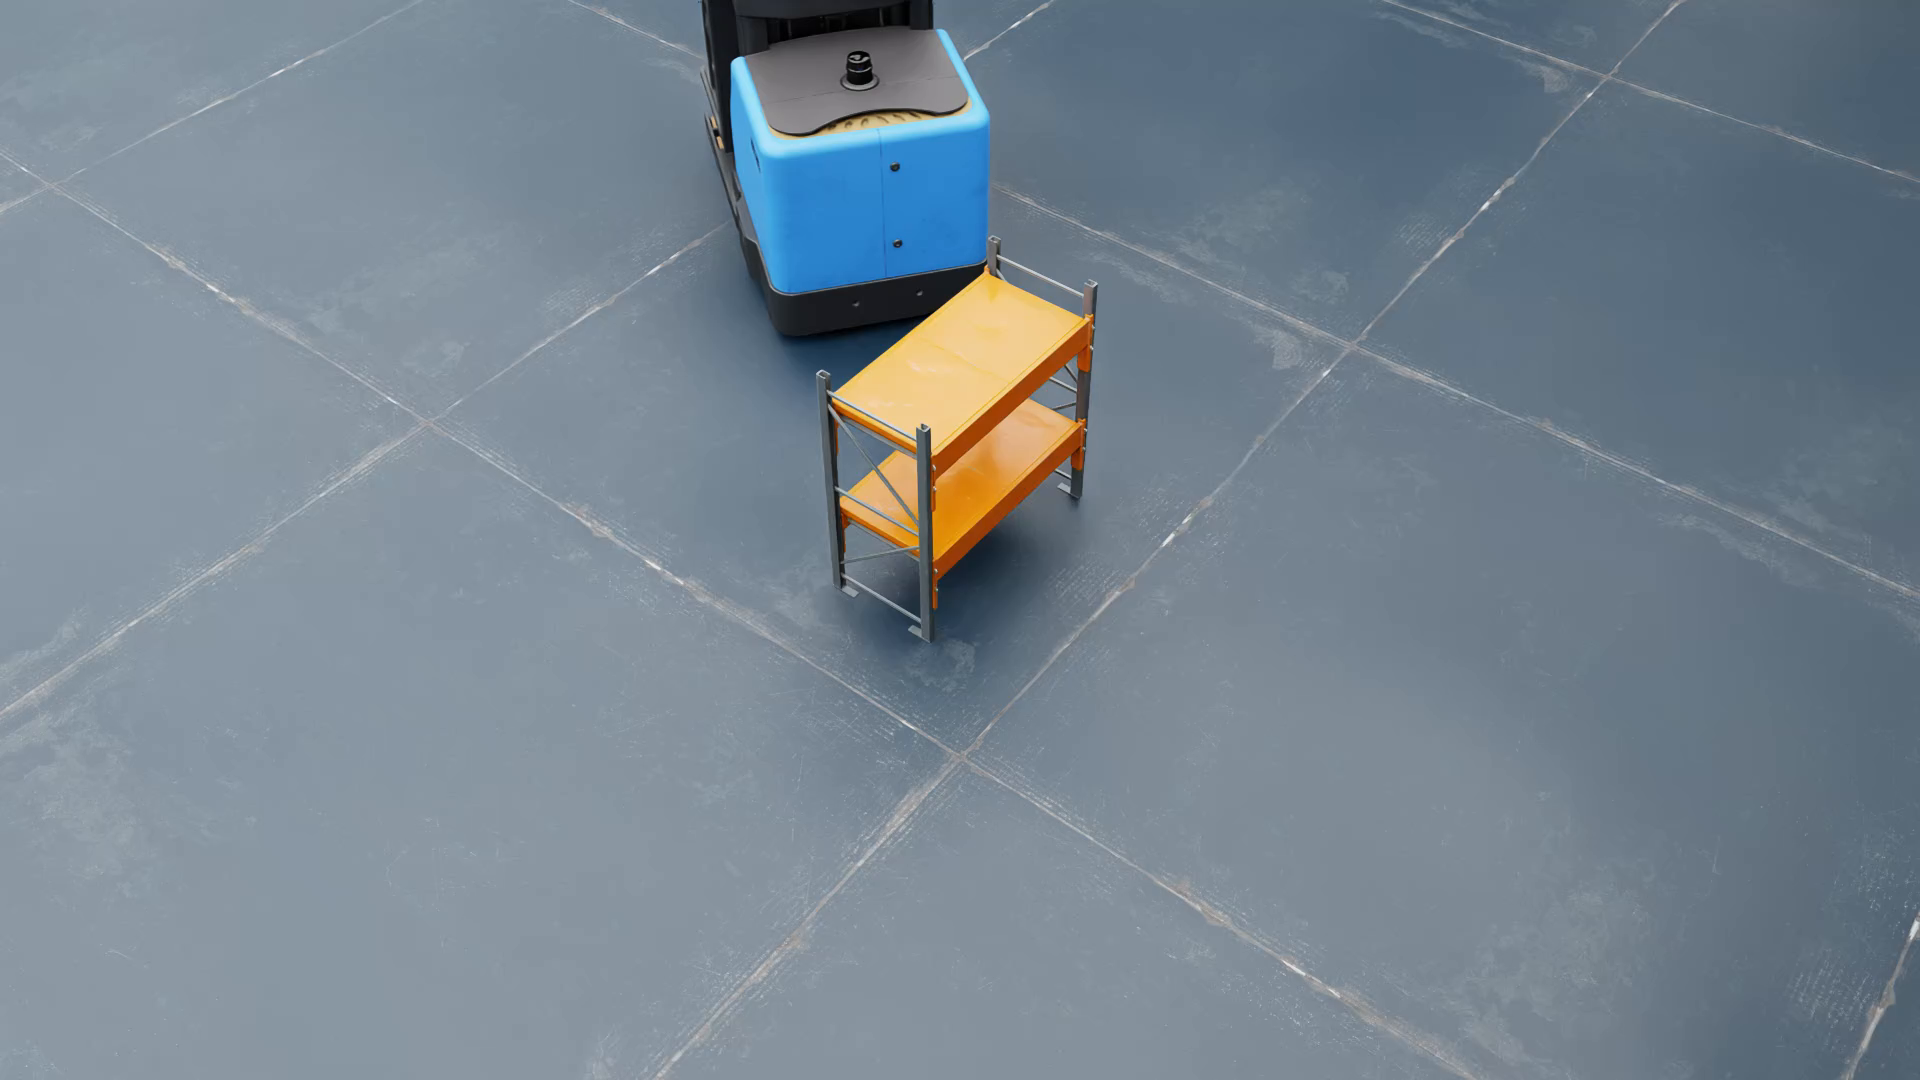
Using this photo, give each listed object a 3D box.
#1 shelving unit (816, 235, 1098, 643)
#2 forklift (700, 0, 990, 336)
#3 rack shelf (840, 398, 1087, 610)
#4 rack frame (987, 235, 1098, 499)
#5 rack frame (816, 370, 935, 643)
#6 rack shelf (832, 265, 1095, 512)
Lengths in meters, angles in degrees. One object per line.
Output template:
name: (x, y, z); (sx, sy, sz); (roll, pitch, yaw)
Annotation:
shelving unit: (0.004, -0.392, 6.512); (0.538, 1.125, 1.048); (29, 53, 25)
forklift: (-0.733, -3.045, 7.797); (1.130, 2.935, 3.031); (-11, 47, -10)
rack shelf: (0.004, -0.224, 6.688); (0.538, 0.278, 1.000); (29, 53, 25)
rack frame: (0.315, -0.683, 6.790); (0.500, 1.125, 0.032); (29, 53, 25)
rack frame: (-0.307, -0.102, 6.234); (0.500, 1.125, 0.032); (29, 53, 25)
rack shelf: (0.004, -0.595, 6.300); (0.538, 0.278, 1.000); (29, 53, 25)
